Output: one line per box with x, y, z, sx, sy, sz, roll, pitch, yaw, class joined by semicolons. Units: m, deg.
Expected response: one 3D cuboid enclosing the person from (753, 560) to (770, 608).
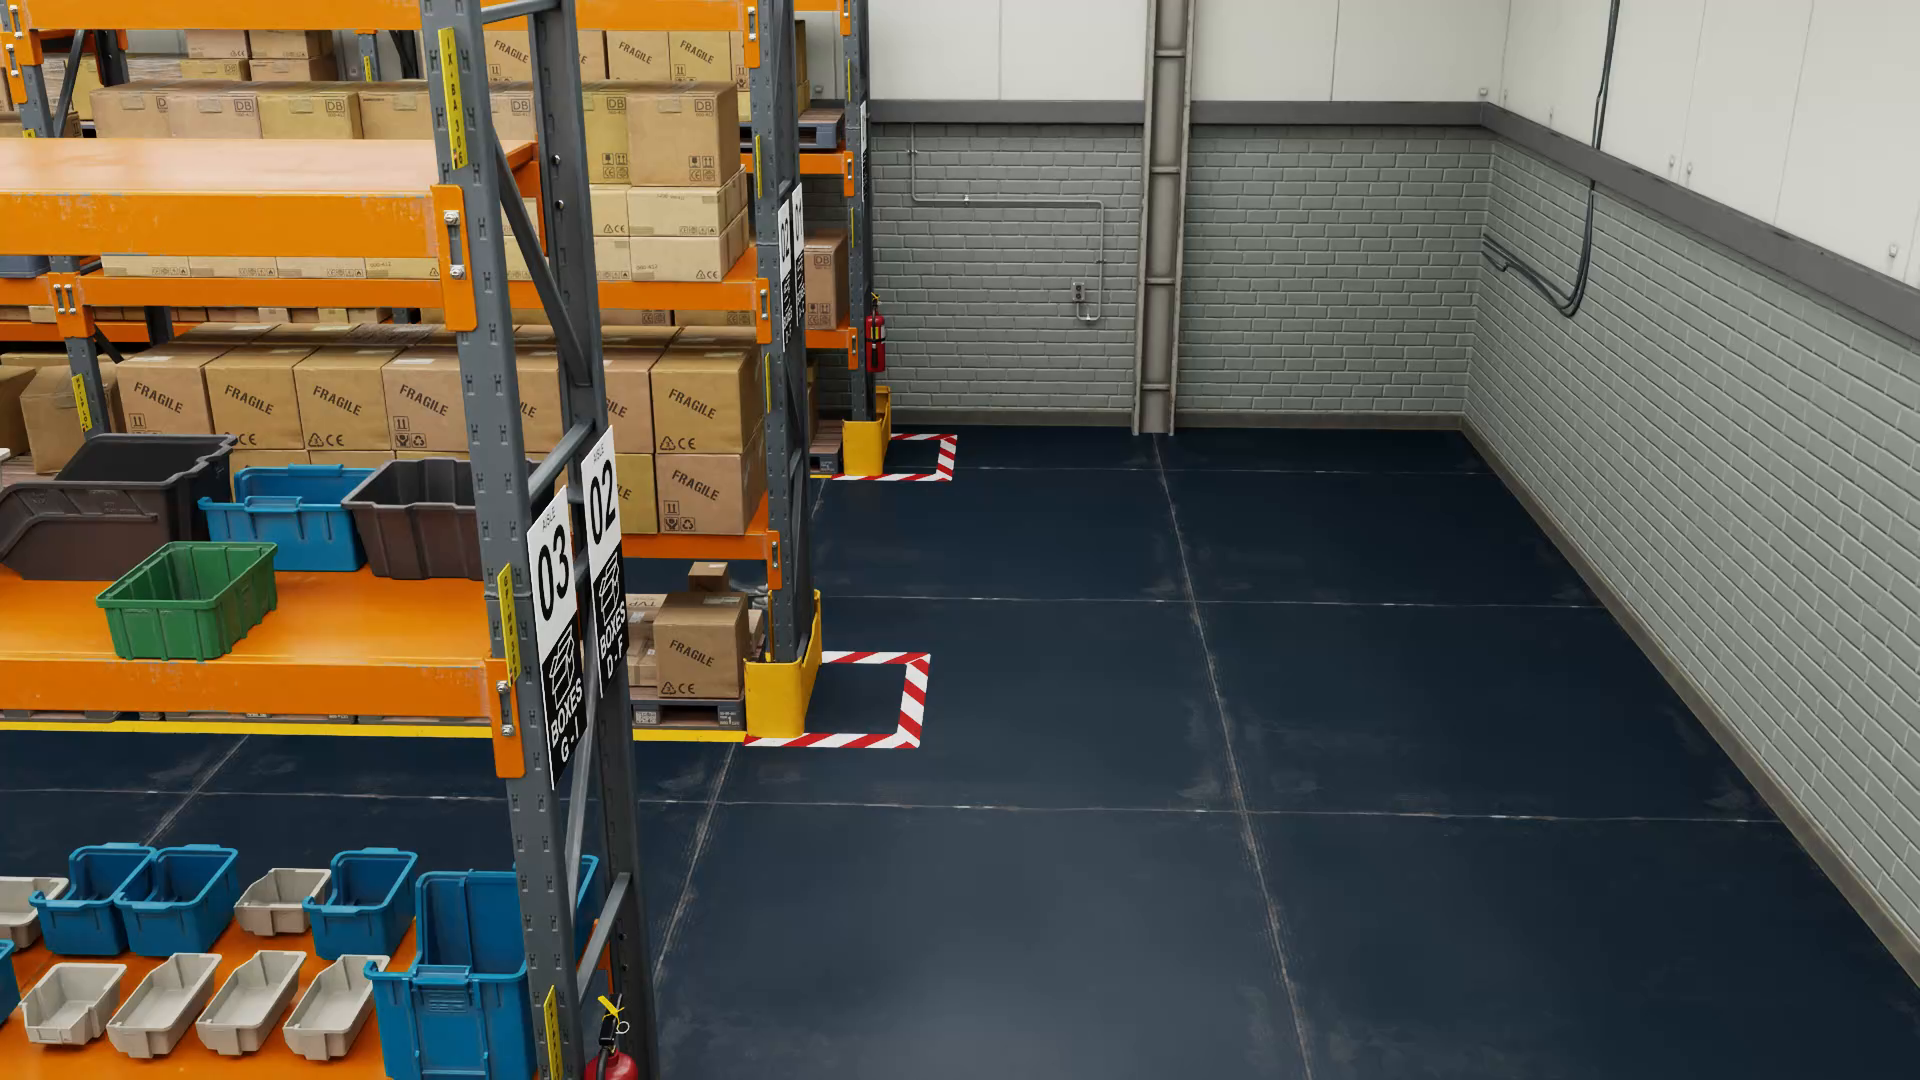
-1.364;-0.283;11.876;0.354;1.573;0.420;0;21;-1;person
